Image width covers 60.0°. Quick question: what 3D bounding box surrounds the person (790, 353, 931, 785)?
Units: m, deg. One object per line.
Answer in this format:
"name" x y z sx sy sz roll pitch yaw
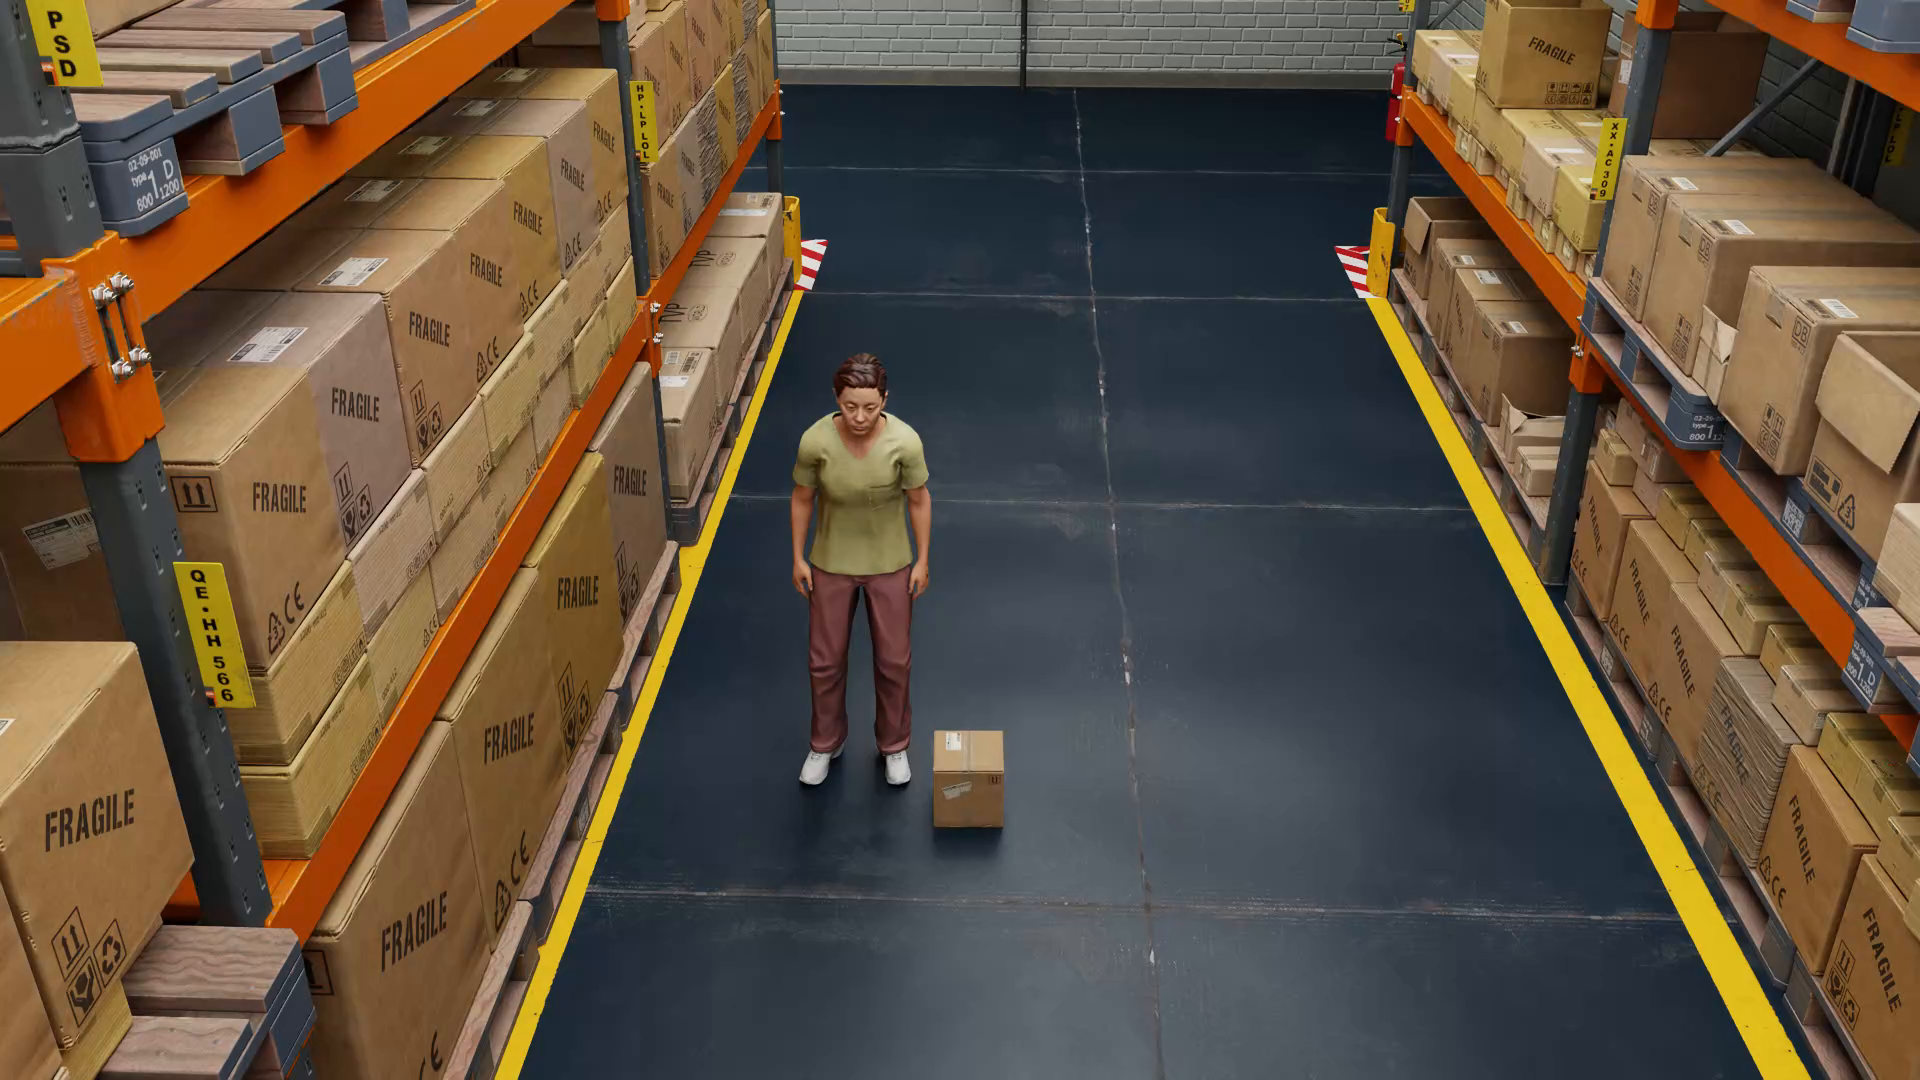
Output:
"person" -0.350 0.116 5.928 0.498 1.652 0.354 0 28 0
